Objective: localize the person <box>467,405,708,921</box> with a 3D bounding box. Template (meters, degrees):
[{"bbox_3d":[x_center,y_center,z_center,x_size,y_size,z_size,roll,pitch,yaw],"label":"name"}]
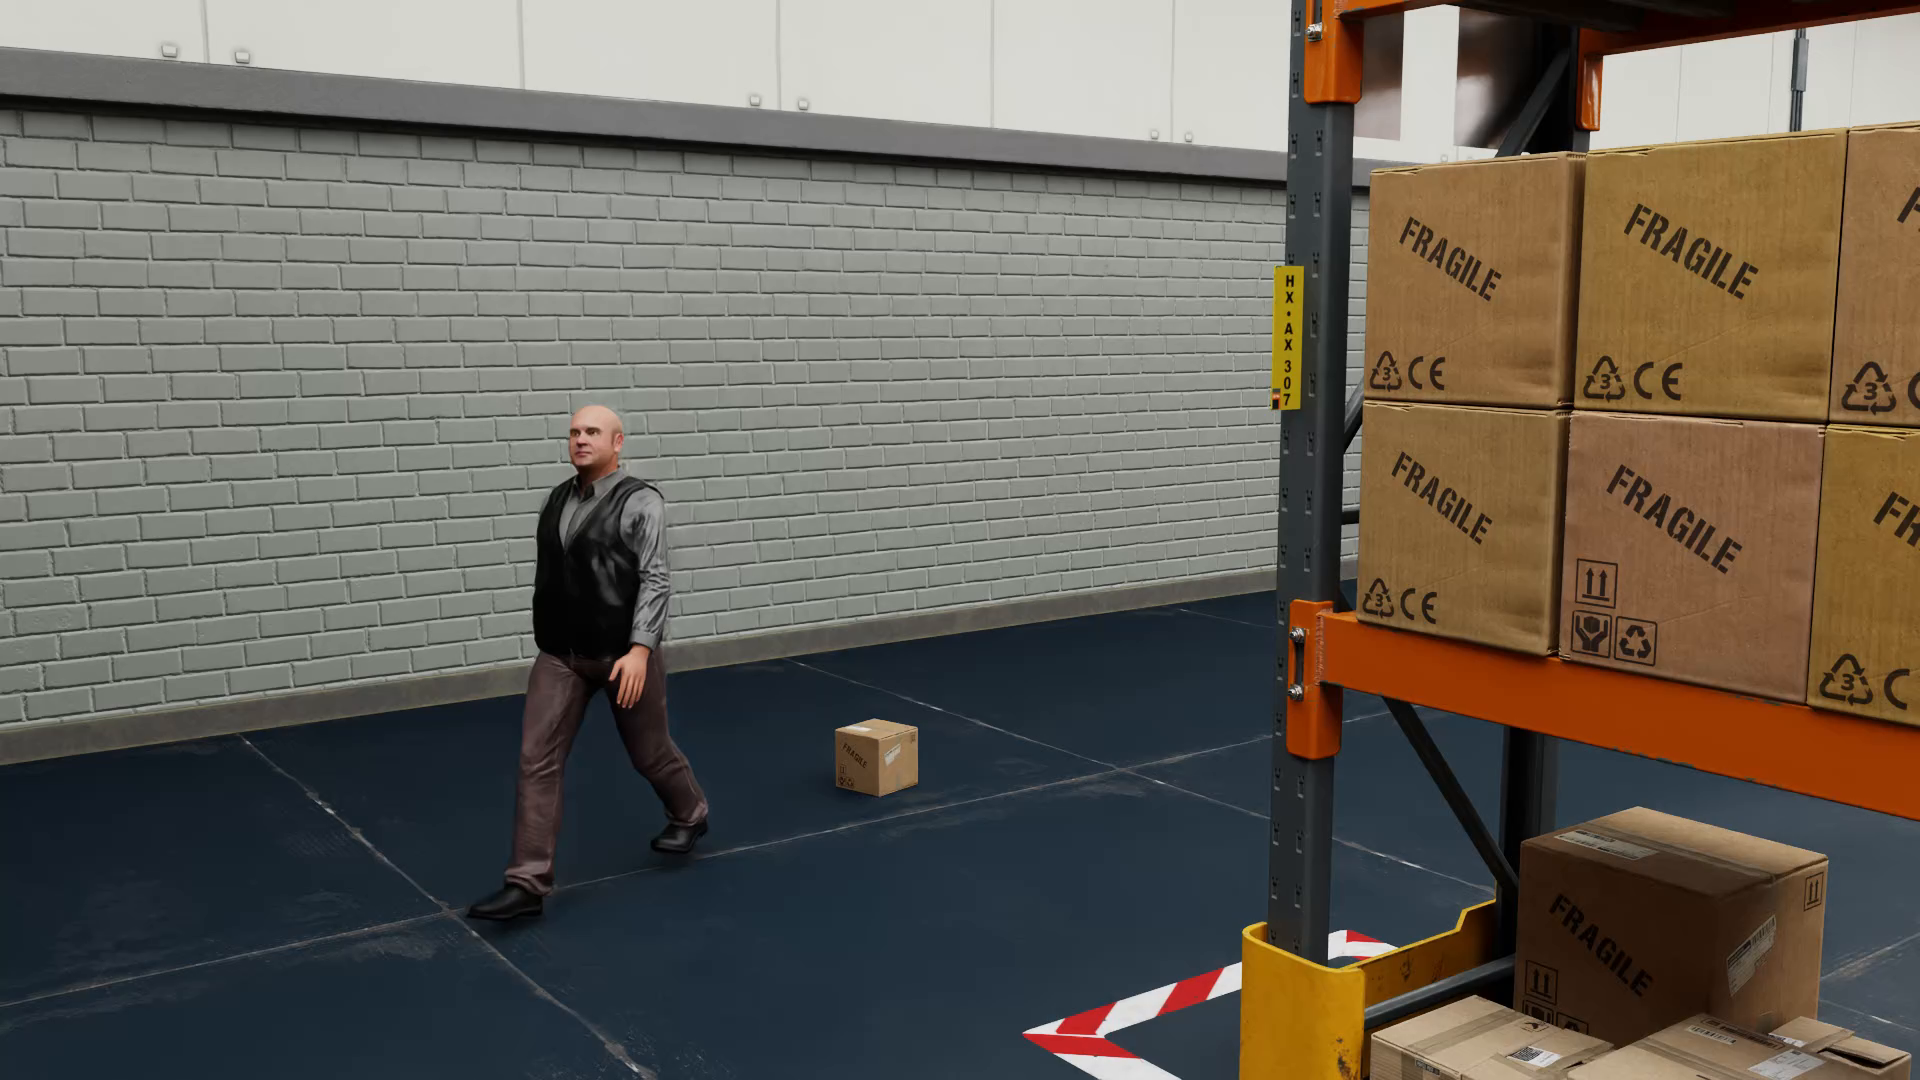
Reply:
[{"bbox_3d":[-1.228,0.384,5.618,0.564,1.670,1.073,3,8,18],"label":"person"}]
